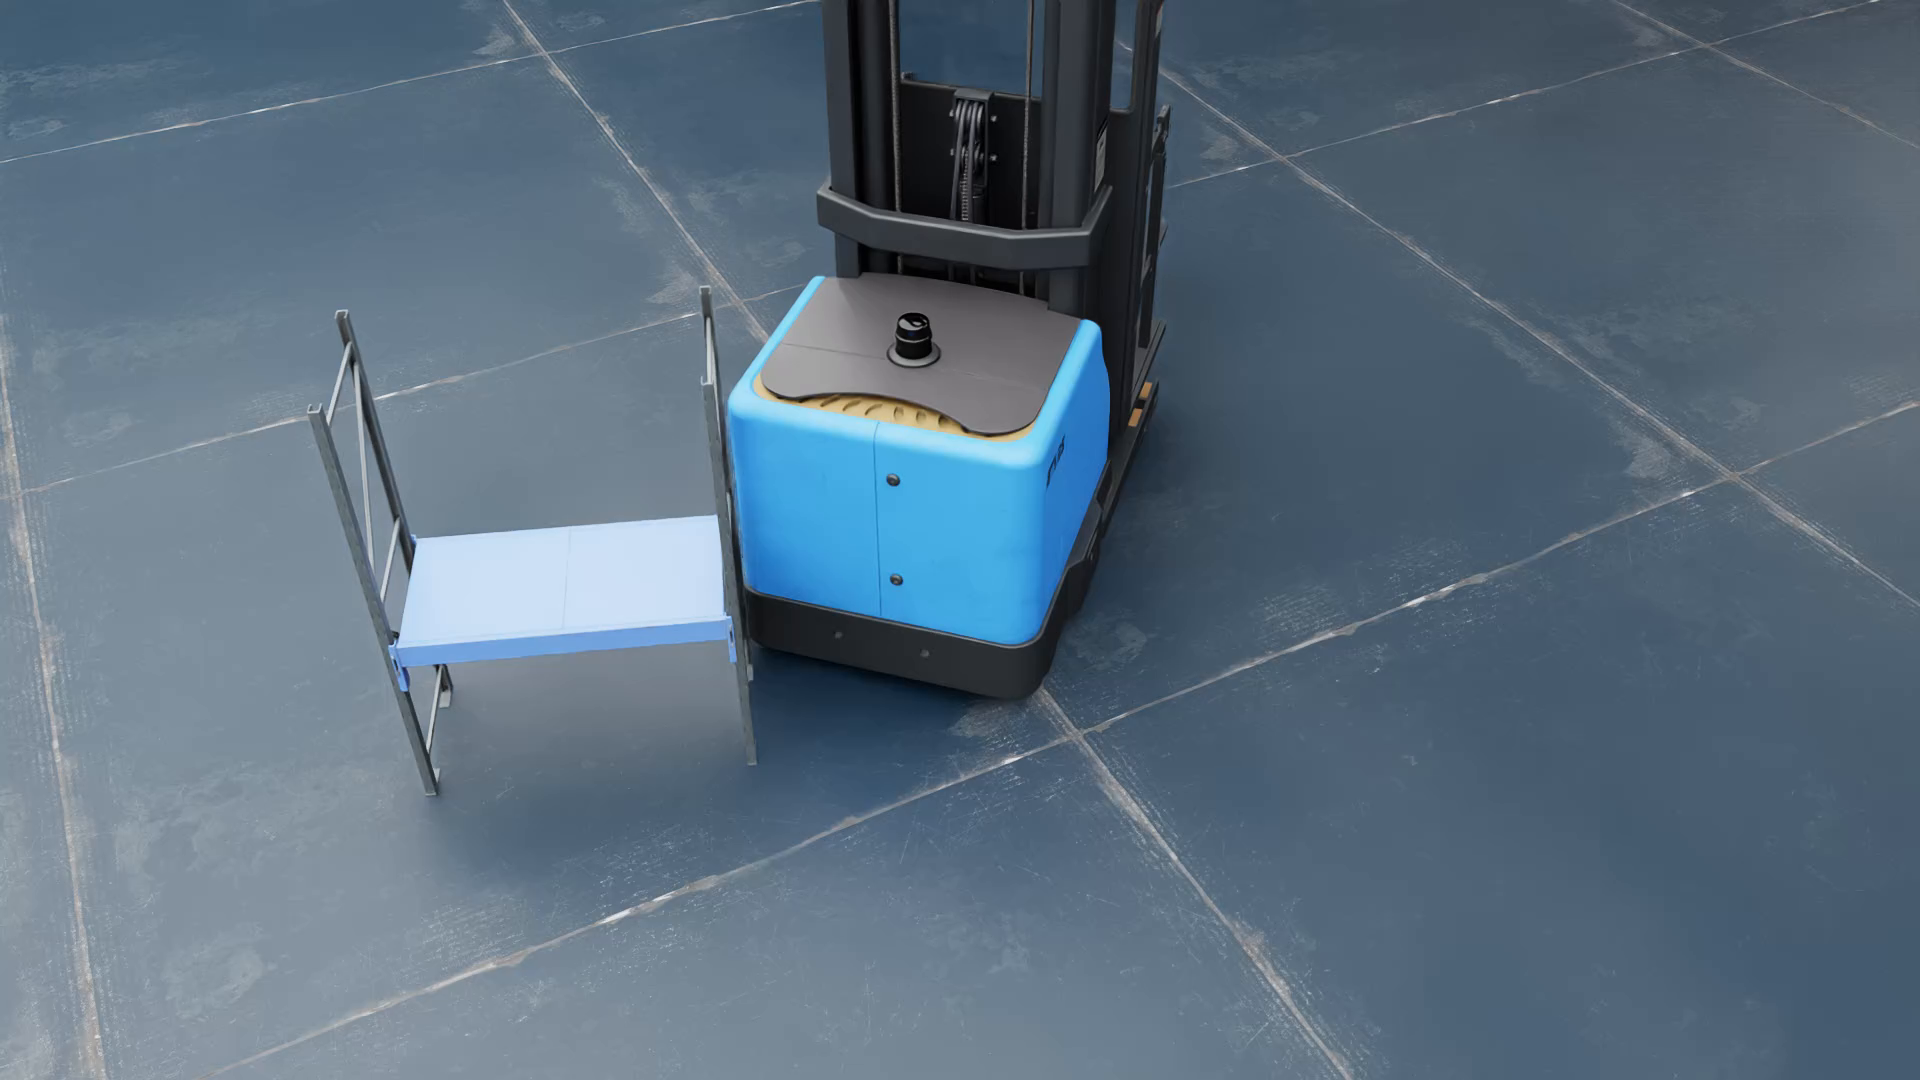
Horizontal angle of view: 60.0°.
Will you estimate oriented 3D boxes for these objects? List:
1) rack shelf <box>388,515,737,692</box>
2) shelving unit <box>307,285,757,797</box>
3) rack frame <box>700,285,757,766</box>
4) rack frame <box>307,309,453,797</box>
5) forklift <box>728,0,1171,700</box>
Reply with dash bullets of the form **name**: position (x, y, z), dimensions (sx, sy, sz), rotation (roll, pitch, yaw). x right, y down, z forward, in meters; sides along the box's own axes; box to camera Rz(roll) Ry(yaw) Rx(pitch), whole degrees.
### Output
- **rack shelf**: position (-1.208, 0.178, 5.157), dimensions (1.000, 0.185, 0.538), rotation (-5, 40, -6)
- **shelving unit**: position (-1.208, 0.041, 5.041), dimensions (1.048, 1.500, 0.538), rotation (-5, 40, -6)
- **rack frame**: position (-0.704, -0.001, 5.090), dimensions (0.032, 1.500, 0.500), rotation (-5, 40, -6)
- **rack frame**: position (-1.712, 0.082, 4.992), dimensions (0.032, 1.500, 0.500), rotation (-5, 40, -6)
- **forklift**: position (0.183, -1.551, 5.814), dimensions (1.130, 2.935, 3.031), rotation (11, 42, 13)
